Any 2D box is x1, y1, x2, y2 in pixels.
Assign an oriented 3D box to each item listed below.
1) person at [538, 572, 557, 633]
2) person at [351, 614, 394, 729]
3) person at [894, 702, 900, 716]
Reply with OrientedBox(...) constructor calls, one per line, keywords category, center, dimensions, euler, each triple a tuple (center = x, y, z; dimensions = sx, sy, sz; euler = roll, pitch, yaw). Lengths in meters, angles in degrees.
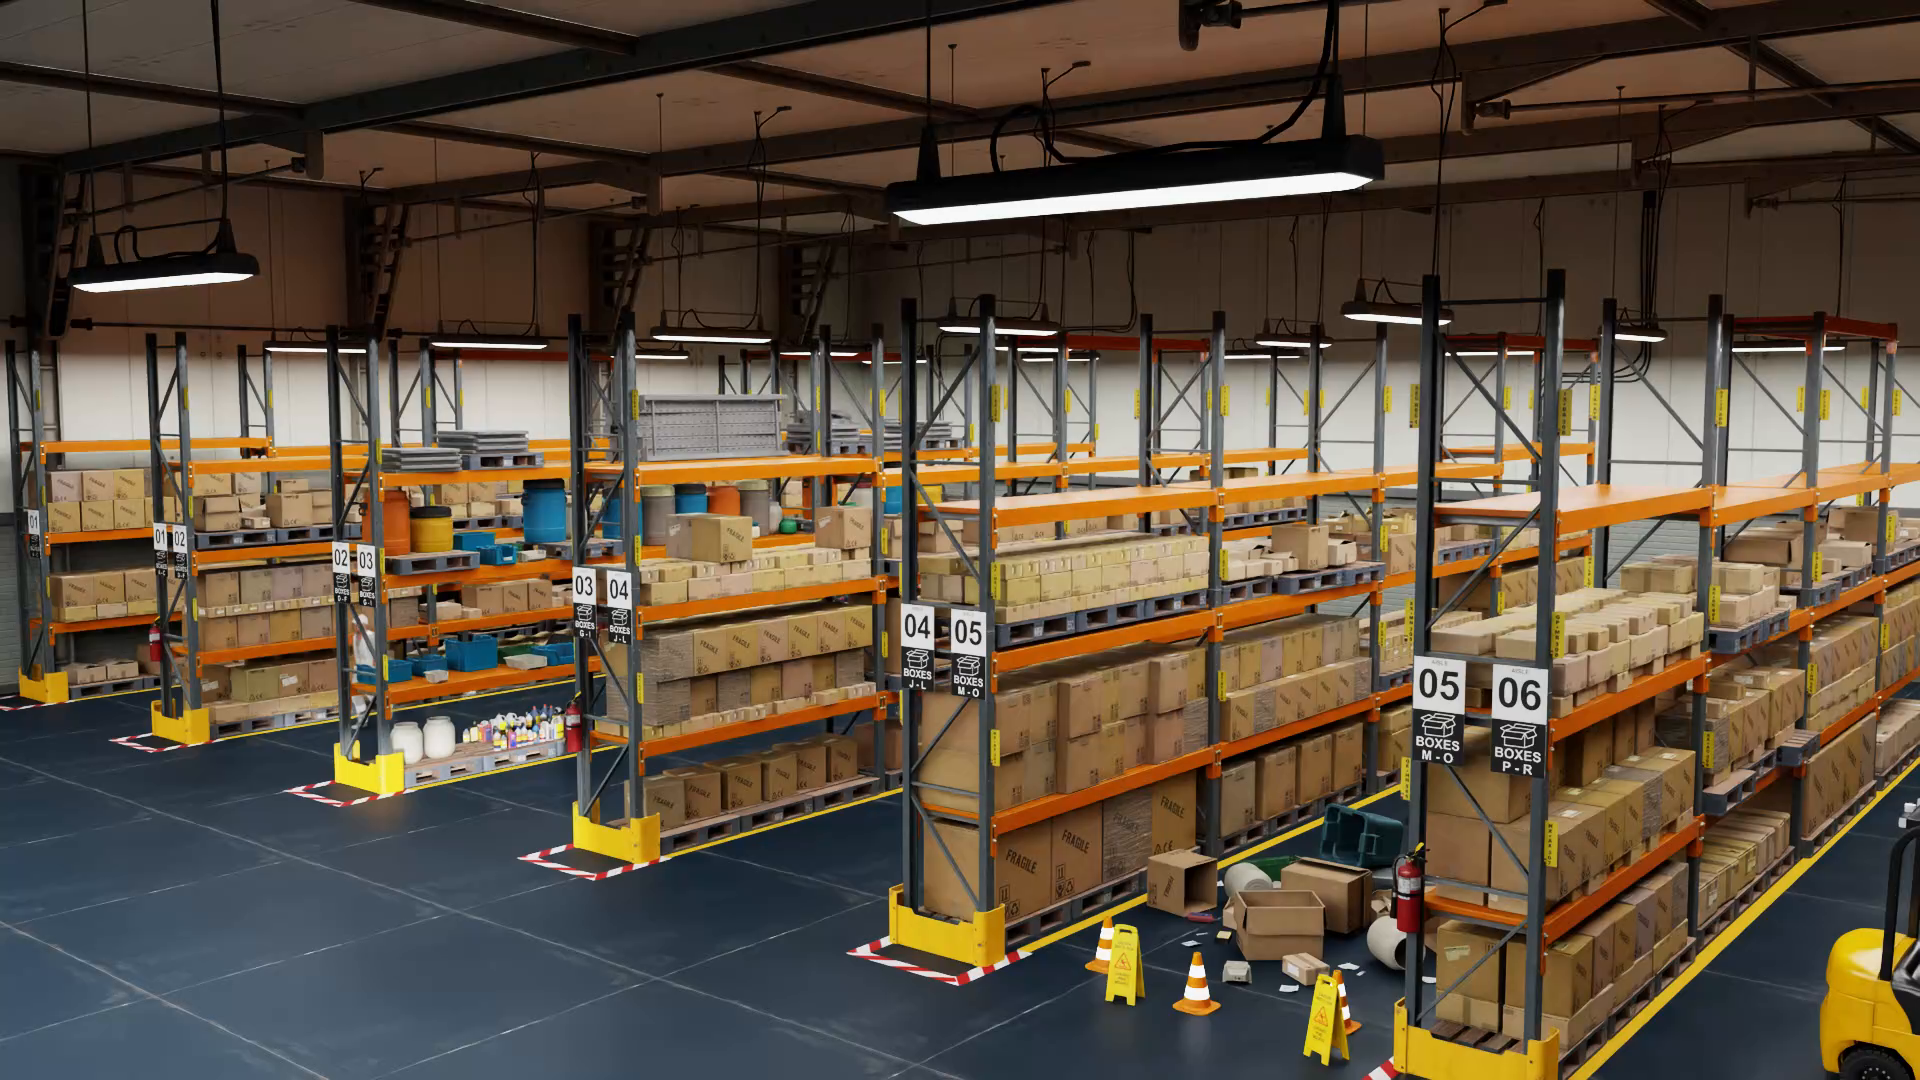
OrientedBox(category="person", center=(-8.026, 1.437, 32.602), dimensions=(0.540, 1.627, 0.535), euler=(4, 7, 38))
OrientedBox(category="person", center=(-9.059, 1.996, 25.547), dimensions=(0.622, 1.764, 0.703), euler=(3, 6, 26))
OrientedBox(category="person", center=(-0.660, 2.009, 25.718), dimensions=(0.979, 1.656, 0.542), euler=(-5, 7, -41))
